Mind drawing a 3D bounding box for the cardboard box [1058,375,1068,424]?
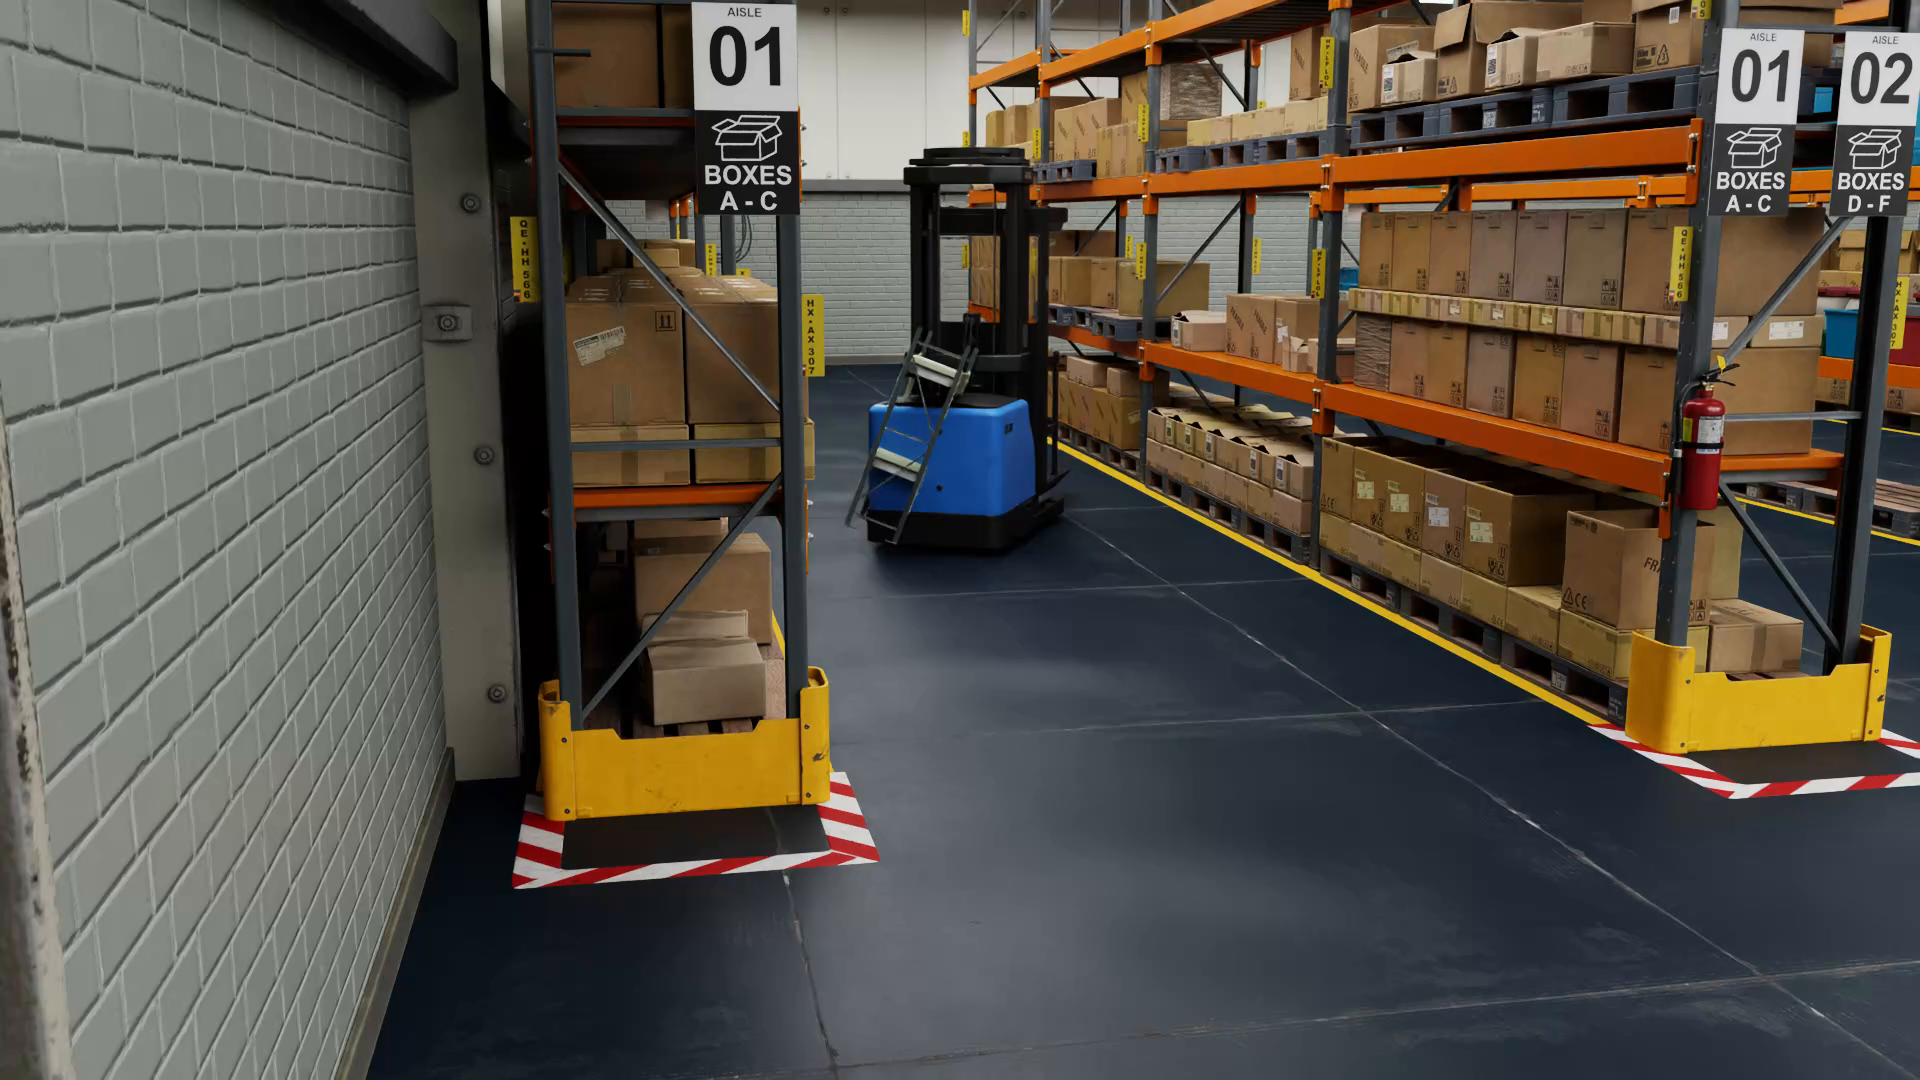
[{"bbox_3d":[1.367,-1.548,18.317,0.500,0.500,0.500,-2,11,-10],"label":"cardboard box"}]

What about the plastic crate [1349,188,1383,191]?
[{"bbox_3d":[5.507,-4.821,22.147,0.504,0.338,0.767,-2,11,-11],"label":"plastic crate"}]

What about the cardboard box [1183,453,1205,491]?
[{"bbox_3d":[2.195,-0.583,13.968,0.500,0.250,0.500,-2,11,-13],"label":"cardboard box"}]

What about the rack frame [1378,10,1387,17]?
[{"bbox_3d":[5.479,-6.615,23.385,1.000,3.000,0.127,-2,11,-11],"label":"rack frame"}]

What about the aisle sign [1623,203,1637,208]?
[{"bbox_3d":[10.029,-5.128,24.662,0.394,0.787,0.004,-2,11,-11],"label":"aisle sign"}]

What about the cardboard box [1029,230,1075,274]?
[{"bbox_3d":[1.045,-3.379,19.484,0.500,0.500,0.500,-2,11,-11],"label":"cardboard box"}]

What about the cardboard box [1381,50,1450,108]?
[{"bbox_3d":[2.898,-2.792,10.060,0.500,0.311,0.500,-3,11,-14],"label":"cardboard box"}]

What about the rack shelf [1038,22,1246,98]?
[{"bbox_3d":[1.787,-4.786,16.766,1.077,0.370,4.000,-2,11,-11],"label":"rack shelf"}]

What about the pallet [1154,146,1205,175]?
[{"bbox_3d":[2.395,-3.281,14.395,1.213,0.211,1.003,-2,11,-8],"label":"pallet"}]

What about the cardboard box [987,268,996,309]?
[{"bbox_3d":[0.648,-3.260,21.536,0.500,0.500,0.500,-2,11,-11],"label":"cardboard box"}]

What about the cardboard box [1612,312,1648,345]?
[{"bbox_3d":[3.418,-1.033,8.100,0.380,0.149,0.250,-2,11,-10],"label":"cardboard box"}]

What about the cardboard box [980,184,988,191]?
[{"bbox_3d":[0.555,-4.693,21.709,0.500,0.250,0.500,-2,11,-11],"label":"cardboard box"}]

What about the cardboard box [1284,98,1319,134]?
[{"bbox_3d":[2.734,-3.108,12.259,0.500,0.250,0.500,-3,11,-17],"label":"cardboard box"}]

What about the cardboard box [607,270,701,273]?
[{"bbox_3d":[-2.317,-1.792,12.647,0.700,0.500,0.500,-2,11,-11],"label":"cardboard box"}]

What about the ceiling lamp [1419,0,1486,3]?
[{"bbox_3d":[7.428,-10.067,25.907,2.000,3.185,0.800,-2,11,-11],"label":"ceiling lamp"}]

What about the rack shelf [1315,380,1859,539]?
[{"bbox_3d":[3.343,-0.568,9.580,1.077,0.370,4.000,-2,11,-11],"label":"rack shelf"}]

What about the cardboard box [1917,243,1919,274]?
[{"bbox_3d":[11.506,-3.300,19.062,0.797,0.503,0.637,-2,11,-9],"label":"cardboard box"}]

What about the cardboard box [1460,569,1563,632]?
[{"bbox_3d":[3.129,0.320,9.225,0.500,0.250,0.500,-2,11,-11],"label":"cardboard box"}]

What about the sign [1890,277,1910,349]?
[{"bbox_3d":[4.277,-1.037,7.598,0.100,0.325,0.005,-2,11,-11],"label":"sign"}]

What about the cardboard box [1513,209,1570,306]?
[{"bbox_3d":[3.437,-1.525,8.950,0.700,0.500,0.500,-2,11,-11],"label":"cardboard box"}]

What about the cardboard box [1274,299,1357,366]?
[{"bbox_3d":[2.718,-1.575,12.682,0.500,0.500,0.500,-1,11,-7],"label":"cardboard box"}]

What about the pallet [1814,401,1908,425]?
[{"bbox_3d":[11.340,-1.606,20.570,1.003,0.211,1.213,-2,11,-11],"label":"pallet"}]

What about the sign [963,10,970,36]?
[{"bbox_3d":[0.087,-6.914,22.244,0.100,0.325,0.005,-2,11,-11],"label":"sign"}]

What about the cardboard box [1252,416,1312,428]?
[{"bbox_3d":[2.722,-0.878,14.016,0.500,0.311,0.500,-2,11,-11],"label":"cardboard box"}]

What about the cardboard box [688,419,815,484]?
[{"bbox_3d":[-0.910,-0.411,7.179,0.500,0.250,0.500,-2,11,-13],"label":"cardboard box"}]

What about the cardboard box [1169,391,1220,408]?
[{"bbox_3d":[2.260,-1.199,16.484,0.500,0.500,0.500,-3,11,-13],"label":"cardboard box"}]

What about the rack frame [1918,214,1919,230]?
[{"bbox_3d":[15.222,-4.010,25.743,1.000,3.000,0.127,-2,11,-11],"label":"rack frame"}]

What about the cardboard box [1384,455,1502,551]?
[{"bbox_3d":[2.931,-0.232,10.118,0.500,0.500,0.500,-2,11,-11],"label":"cardboard box"}]

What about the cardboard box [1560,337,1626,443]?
[{"bbox_3d":[3.546,-0.786,8.534,0.700,0.500,0.500,-2,11,-10],"label":"cardboard box"}]

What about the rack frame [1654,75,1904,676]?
[{"bbox_3d":[3.732,-0.554,7.586,1.000,3.000,0.127,-2,11,-11],"label":"rack frame"}]

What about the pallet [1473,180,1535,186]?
[{"bbox_3d":[6.505,-4.175,19.092,1.213,0.211,1.003,-2,11,-11],"label":"pallet"}]

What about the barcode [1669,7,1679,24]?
[{"bbox_3d":[3.200,-2.351,7.450,0.001,0.075,0.075,-2,11,-11],"label":"barcode"}]

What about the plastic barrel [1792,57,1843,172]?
[{"bbox_3d":[7.247,-3.512,13.765,0.600,0.901,0.708,-2,11,-11],"label":"plastic barrel"}]

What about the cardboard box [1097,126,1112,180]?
[{"bbox_3d":[1.857,-3.812,16.411,0.910,0.500,0.500,-2,11,-11],"label":"cardboard box"}]

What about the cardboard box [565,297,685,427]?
[{"bbox_3d":[-1.427,-0.757,6.992,0.500,0.500,0.500,-2,11,-12],"label":"cardboard box"}]

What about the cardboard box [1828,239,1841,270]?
[{"bbox_3d":[11.273,-3.653,21.465,0.500,0.500,0.500,-2,11,-11],"label":"cardboard box"}]

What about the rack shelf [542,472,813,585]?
[{"bbox_3d":[-1.516,-0.387,8.630,1.077,0.370,4.000,-2,11,-11],"label":"rack shelf"}]

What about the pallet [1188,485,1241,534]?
[{"bbox_3d":[2.531,-0.276,13.582,1.003,0.211,1.213,-2,11,-11],"label":"pallet"}]

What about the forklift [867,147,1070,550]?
[{"bbox_3d":[0.224,-1.600,13.262,1.130,2.935,3.031,3,11,16],"label":"forklift"}]

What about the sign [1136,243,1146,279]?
[{"bbox_3d":[1.645,-2.530,15.081,0.100,0.325,0.005,-2,11,-11],"label":"sign"}]

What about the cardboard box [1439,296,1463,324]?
[{"bbox_3d":[3.071,-1.363,9.833,0.380,0.149,0.250,-2,11,-13],"label":"cardboard box"}]

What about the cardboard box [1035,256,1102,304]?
[{"bbox_3d":[1.270,-2.915,18.601,0.700,0.500,0.500,-6,12,-30],"label":"cardboard box"}]

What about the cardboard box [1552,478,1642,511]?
[{"bbox_3d":[3.637,-0.067,9.254,0.500,0.500,0.500,-2,11,-11],"label":"cardboard box"}]

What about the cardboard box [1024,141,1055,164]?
[{"bbox_3d":[1.037,-4.480,19.253,0.500,0.250,0.500,-2,11,-11],"label":"cardboard box"}]

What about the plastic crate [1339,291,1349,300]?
[{"bbox_3d":[5.317,-3.325,22.686,0.250,0.136,0.298,-2,11,-11],"label":"plastic crate"}]

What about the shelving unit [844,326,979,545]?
[{"bbox_3d":[-0.341,-0.766,12.124,0.431,1.500,0.755,21,7,3],"label":"shelving unit"}]

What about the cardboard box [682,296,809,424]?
[{"bbox_3d":[-0.925,-0.776,7.095,0.500,0.500,0.500,-2,11,-11],"label":"cardboard box"}]

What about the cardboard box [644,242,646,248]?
[{"bbox_3d":[-3.123,-2.583,15.123,0.500,0.250,0.500,-2,11,-13],"label":"cardboard box"}]

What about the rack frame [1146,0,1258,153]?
[{"bbox_3d":[2.176,-4.969,14.734,1.000,3.000,0.127,-2,11,-11],"label":"rack frame"}]

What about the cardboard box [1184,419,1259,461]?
[{"bbox_3d":[2.197,-0.856,13.903,0.500,0.311,0.500,-2,11,-13],"label":"cardboard box"}]
